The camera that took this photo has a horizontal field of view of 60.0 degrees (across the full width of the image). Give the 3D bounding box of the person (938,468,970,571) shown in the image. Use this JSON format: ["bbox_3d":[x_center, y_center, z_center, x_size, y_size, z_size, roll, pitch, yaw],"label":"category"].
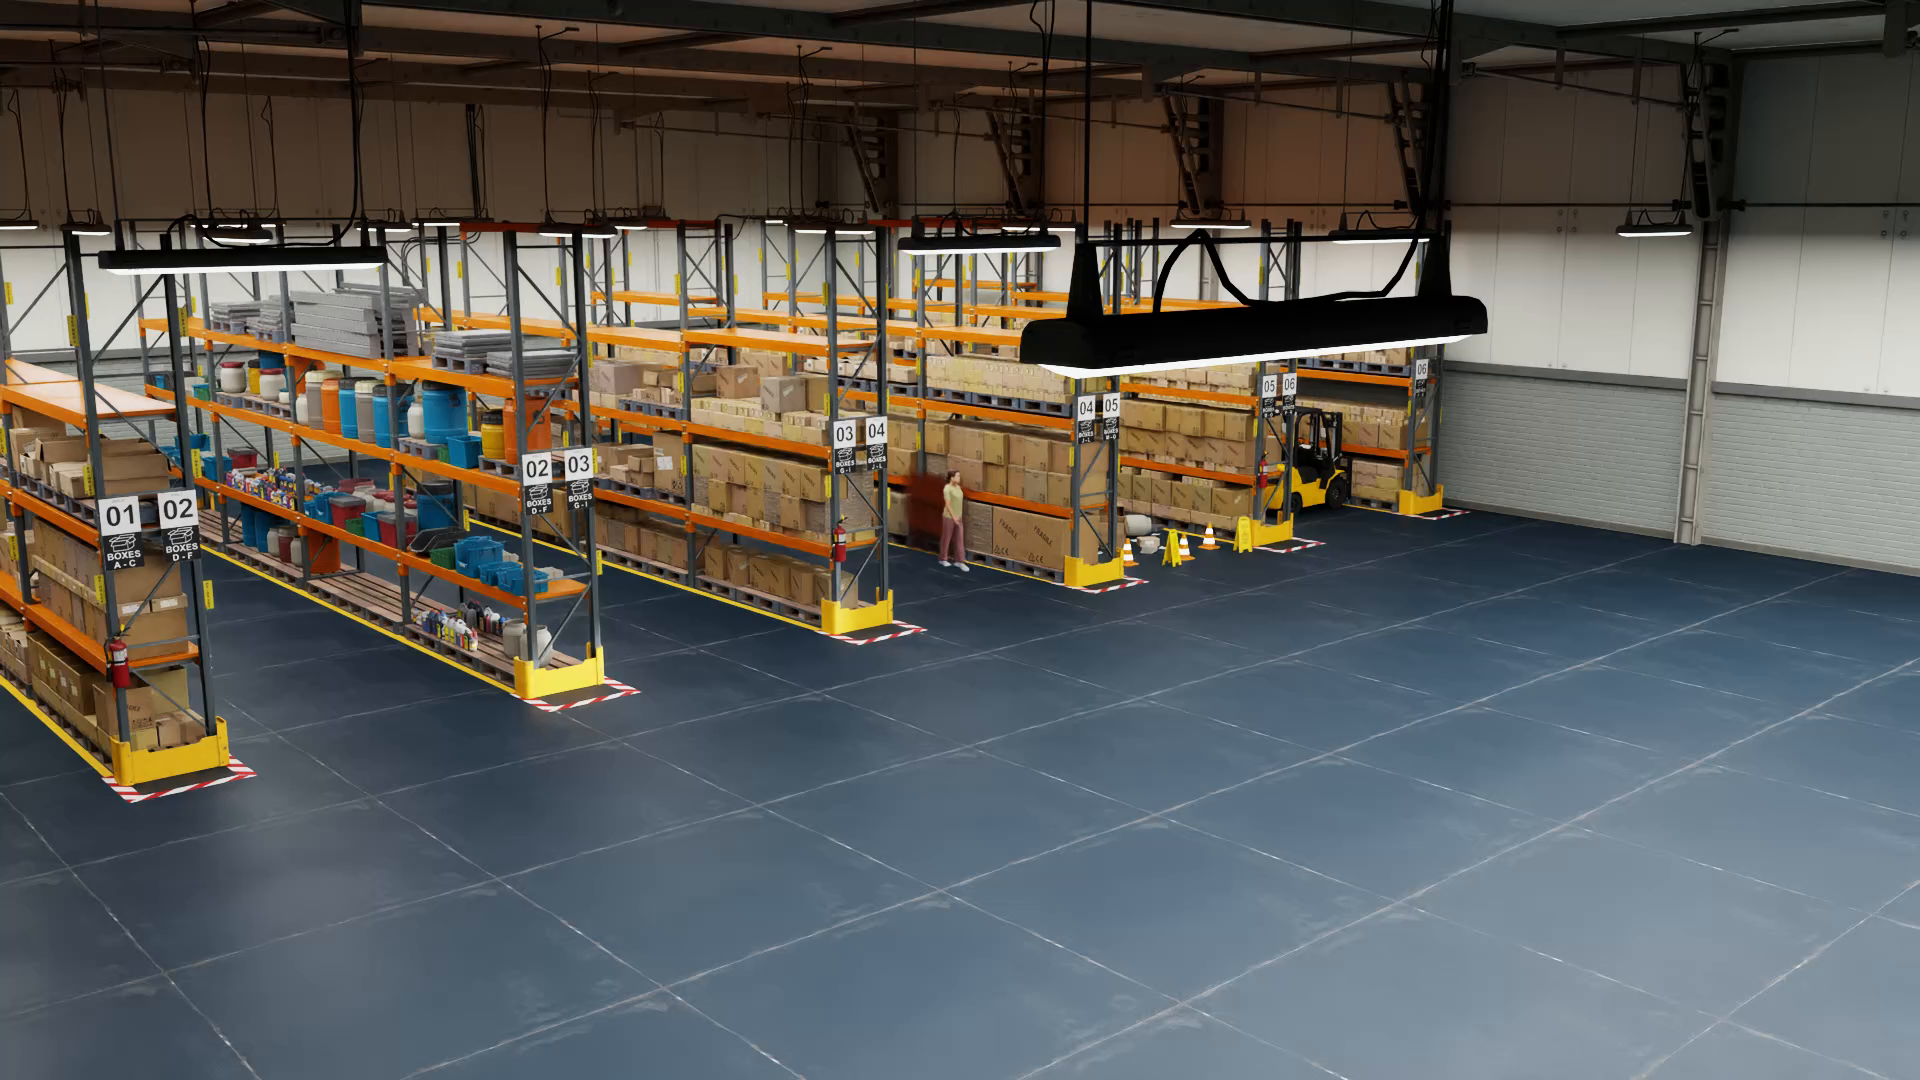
[{"bbox_3d":[-0.106,-0.344,27.977,0.566,1.733,0.454,10,15,40],"label":"person"}]
